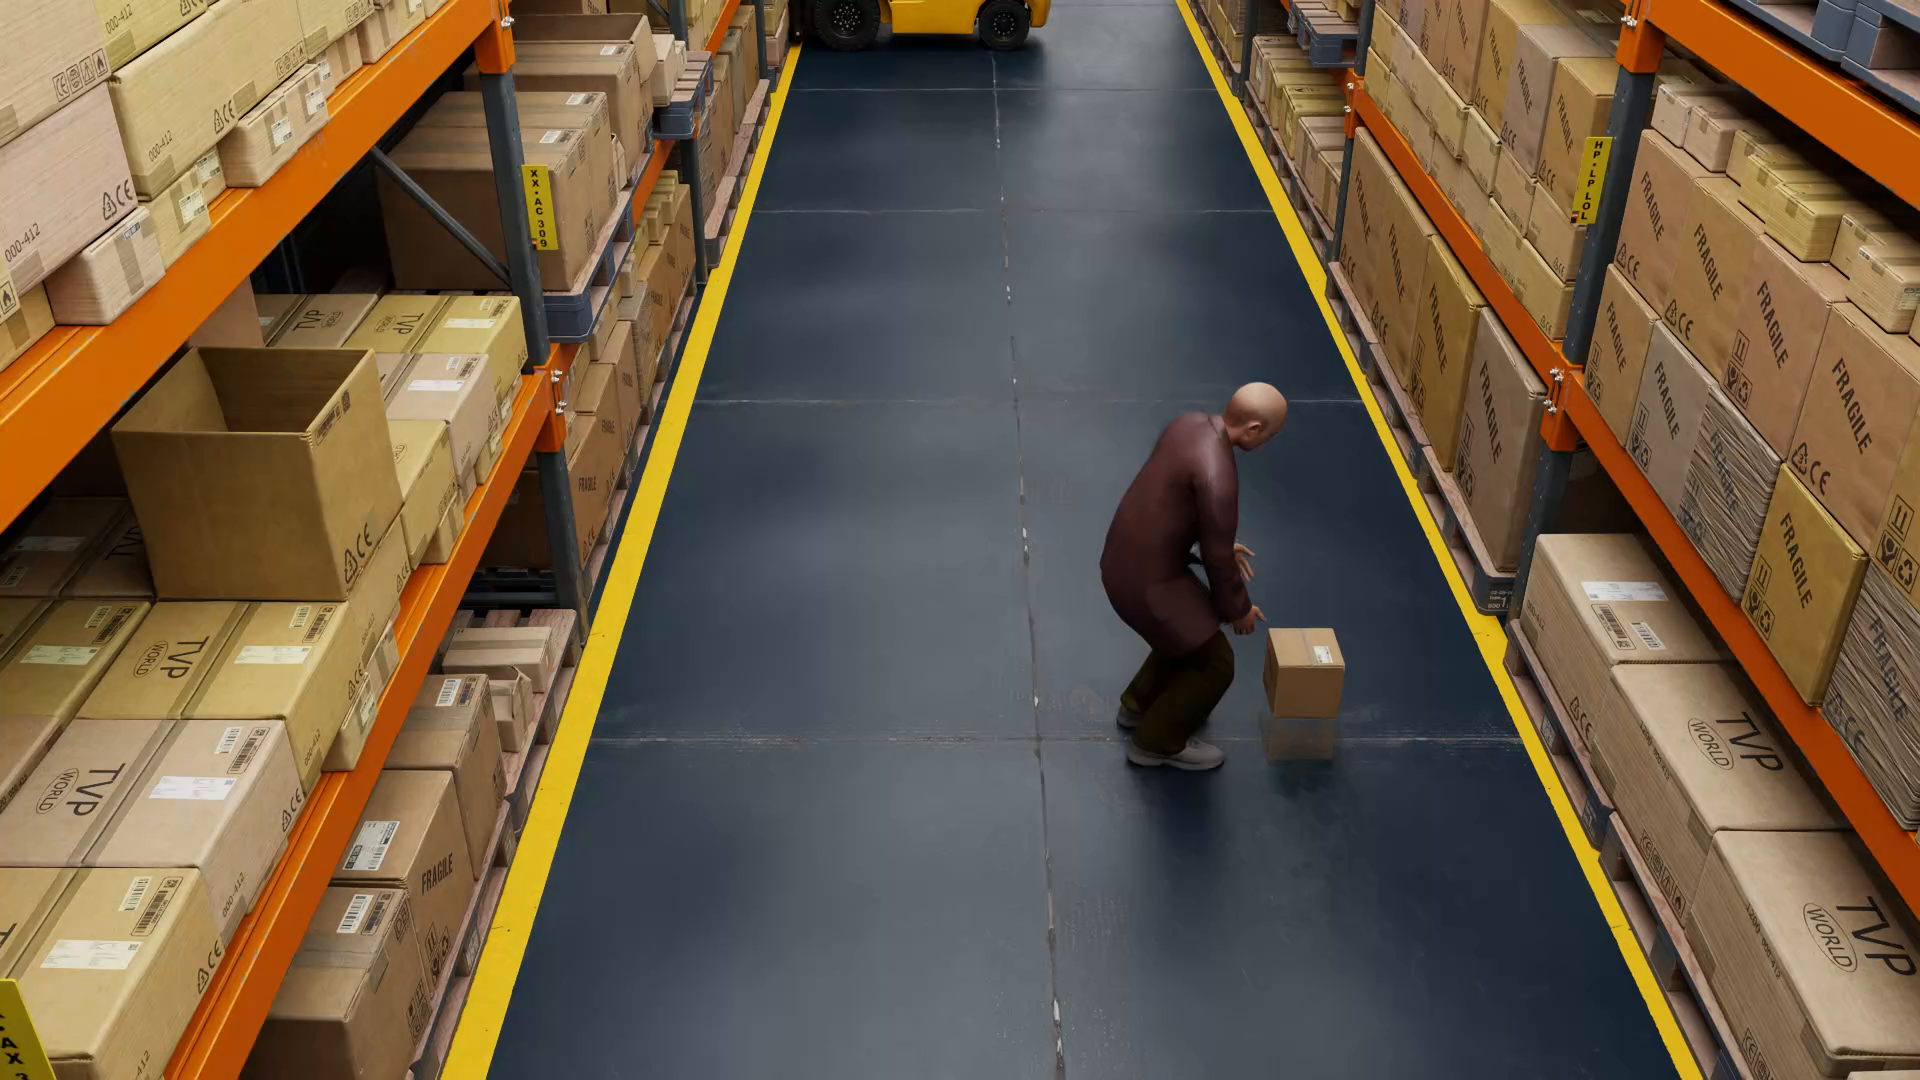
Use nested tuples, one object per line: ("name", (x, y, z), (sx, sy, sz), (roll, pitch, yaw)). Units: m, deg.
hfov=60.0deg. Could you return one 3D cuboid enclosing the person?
("person", (0.835, 0.119, 6.195), (0.636, 1.532, 0.626), (0, 31, 0))
